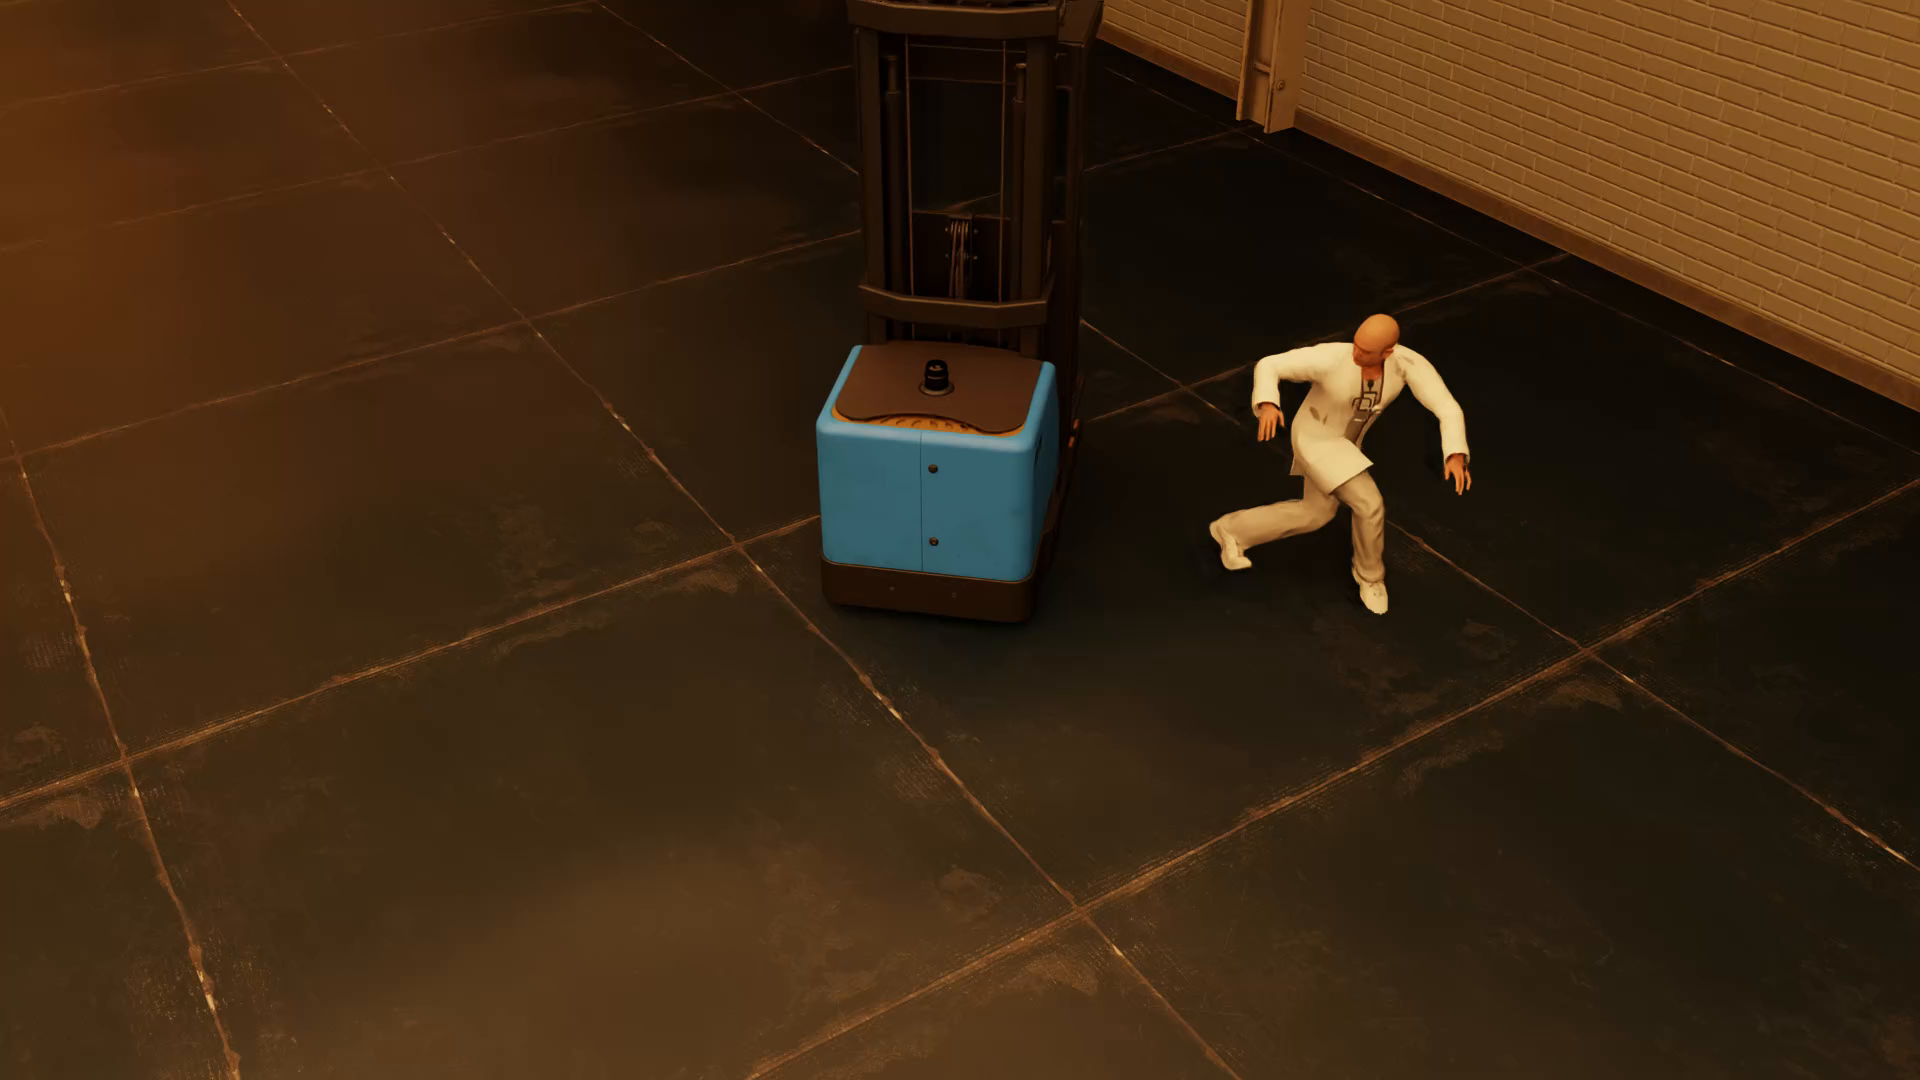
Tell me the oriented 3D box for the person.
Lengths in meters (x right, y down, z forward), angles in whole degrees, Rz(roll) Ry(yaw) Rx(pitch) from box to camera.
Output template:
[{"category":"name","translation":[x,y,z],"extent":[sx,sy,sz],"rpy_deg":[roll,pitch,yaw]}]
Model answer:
[{"category":"person","translation":[1.785,-0.330,7.876],"extent":[0.952,1.568,1.203],"rpy_deg":[-21,40,-27]}]

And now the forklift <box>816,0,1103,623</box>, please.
[{"category":"forklift","translation":[0.092,-1.641,8.483],"extent":[1.130,2.935,3.031],"rpy_deg":[6,36,9]}]
